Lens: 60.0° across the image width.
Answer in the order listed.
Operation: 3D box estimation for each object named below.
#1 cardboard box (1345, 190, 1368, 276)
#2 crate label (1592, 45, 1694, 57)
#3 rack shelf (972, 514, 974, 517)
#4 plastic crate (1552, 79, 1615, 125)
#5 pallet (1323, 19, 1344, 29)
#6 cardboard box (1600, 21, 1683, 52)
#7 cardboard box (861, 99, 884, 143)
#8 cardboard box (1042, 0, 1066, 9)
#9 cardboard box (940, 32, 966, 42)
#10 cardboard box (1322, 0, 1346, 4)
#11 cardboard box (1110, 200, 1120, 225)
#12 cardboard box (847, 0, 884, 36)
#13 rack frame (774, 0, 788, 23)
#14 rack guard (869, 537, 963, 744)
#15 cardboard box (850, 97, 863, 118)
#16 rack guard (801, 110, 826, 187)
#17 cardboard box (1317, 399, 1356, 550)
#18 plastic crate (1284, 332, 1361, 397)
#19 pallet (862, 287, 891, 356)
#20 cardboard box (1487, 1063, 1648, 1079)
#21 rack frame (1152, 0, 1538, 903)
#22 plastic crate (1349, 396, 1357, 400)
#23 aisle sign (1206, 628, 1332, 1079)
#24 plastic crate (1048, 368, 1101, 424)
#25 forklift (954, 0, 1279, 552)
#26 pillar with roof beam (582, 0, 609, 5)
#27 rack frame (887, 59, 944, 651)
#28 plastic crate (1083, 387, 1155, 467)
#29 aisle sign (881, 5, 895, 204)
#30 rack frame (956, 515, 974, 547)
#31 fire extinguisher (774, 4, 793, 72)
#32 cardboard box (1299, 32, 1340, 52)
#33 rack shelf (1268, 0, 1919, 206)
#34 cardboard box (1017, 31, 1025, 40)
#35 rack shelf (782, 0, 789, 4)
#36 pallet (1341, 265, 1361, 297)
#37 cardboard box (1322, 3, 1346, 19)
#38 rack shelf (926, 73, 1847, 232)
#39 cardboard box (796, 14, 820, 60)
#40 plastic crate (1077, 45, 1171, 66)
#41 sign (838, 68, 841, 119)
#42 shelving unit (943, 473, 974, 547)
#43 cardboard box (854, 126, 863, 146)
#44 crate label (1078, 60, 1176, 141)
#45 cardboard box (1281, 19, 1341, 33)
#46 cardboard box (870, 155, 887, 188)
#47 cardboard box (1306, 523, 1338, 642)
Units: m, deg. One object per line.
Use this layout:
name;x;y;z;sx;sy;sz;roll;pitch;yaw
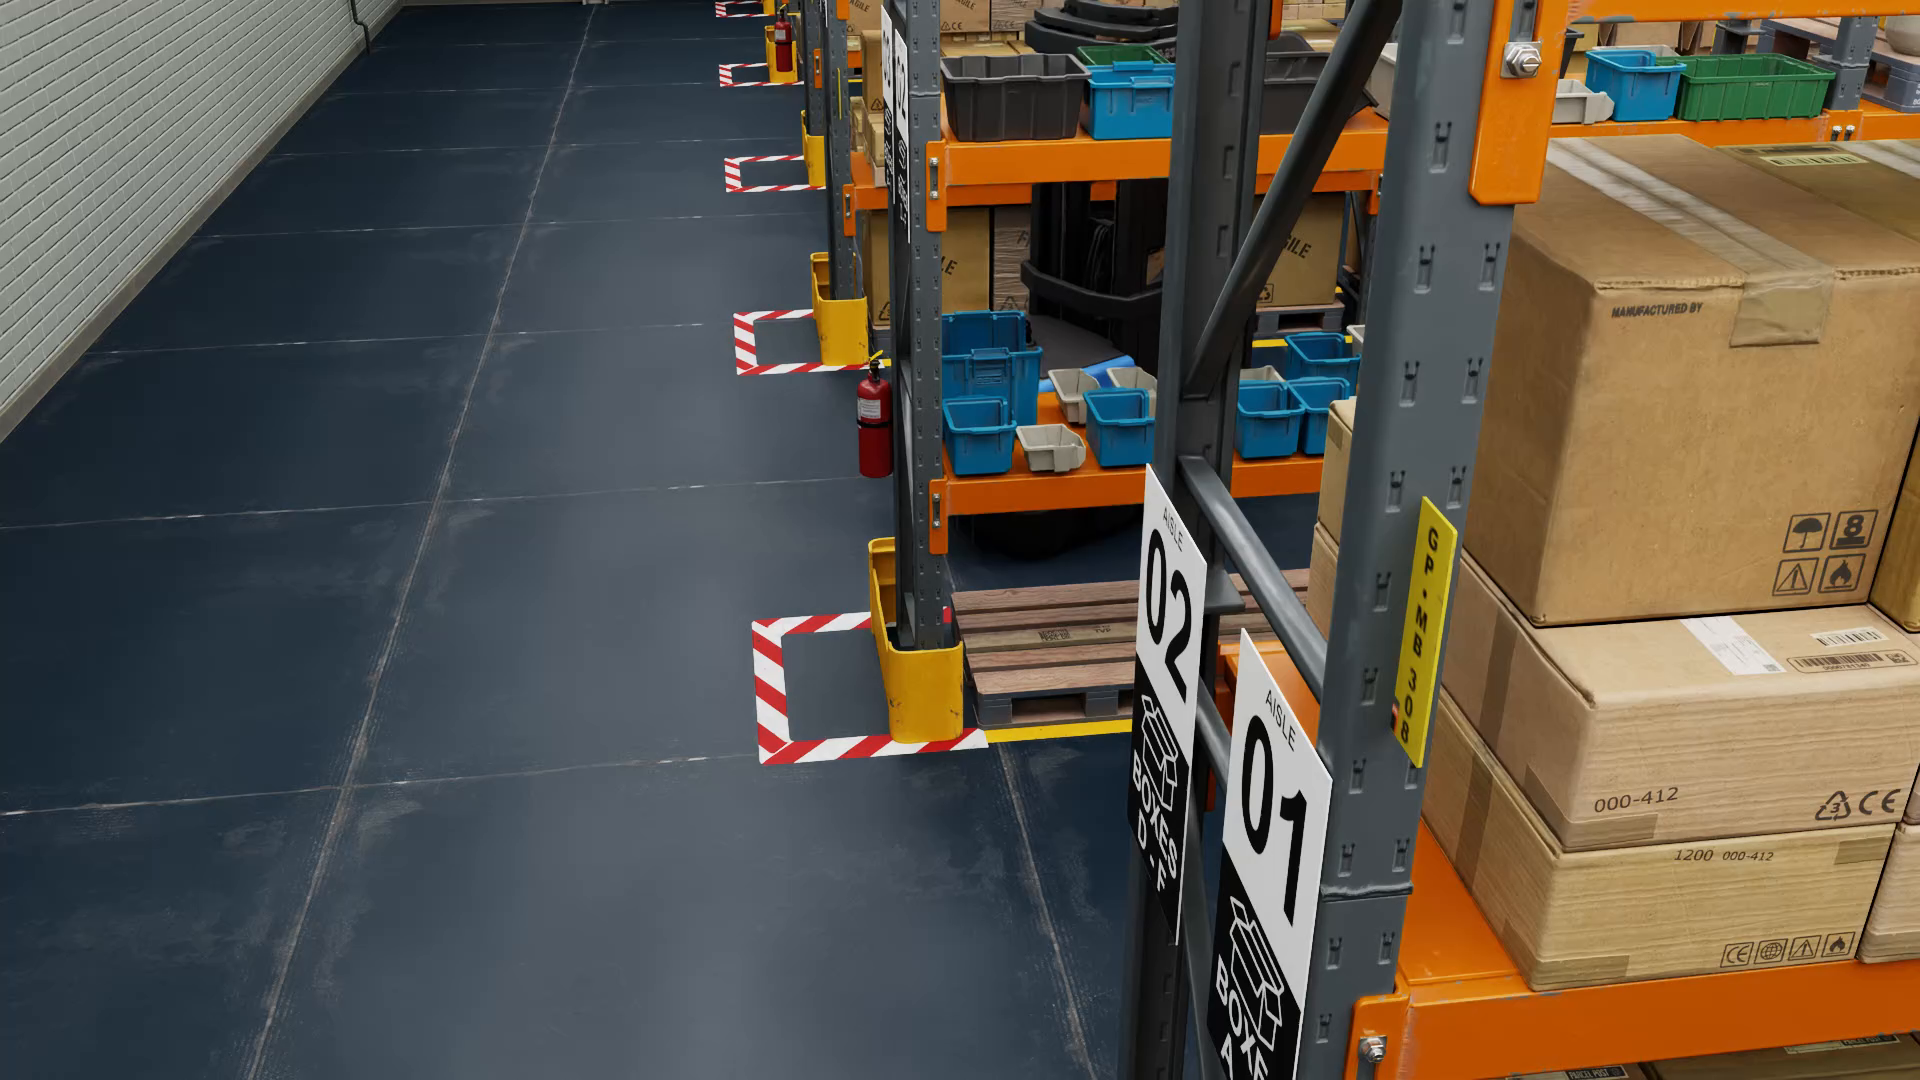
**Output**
cardboard box;3.694;-2.433;13.073;0.875;0.875;1.225;-4;27;-7
crate label;3.228;-2.219;7.793;0.466;0.136;0.293;-4;27;-7
rack shelf;-0.062;-0.200;9.622;0.200;0.077;0.258;-12;29;-22
plastic crate;2.547;-1.867;7.106;0.466;0.136;0.293;-4;27;-7
pallet;3.249;-5.288;16.980;1.213;0.211;1.003;-4;27;-7
cardboard box;4.989;-3.762;12.588;0.637;0.503;0.797;-3;27;-5
cardboard box;-0.455;-3.104;12.352;0.500;0.250;0.500;-4;27;-8
cardboard box;1.026;-5.345;16.446;0.500;0.500;0.500;-4;27;-7
cardboard box;-0.093;-5.009;16.502;0.250;0.149;0.380;-4;27;-8
cardboard box;3.696;-5.466;16.606;0.250;0.149;0.380;-5;28;-9
cardboard box;1.507;-2.320;12.854;0.875;0.875;0.875;-4;27;-7
cardboard box;-1.006;-5.216;16.195;0.500;0.500;0.500;-2;27;-5
rack frame;-2.278;-7.367;20.822;0.127;3.000;1.000;-4;27;-7
rack guard;-0.230;0.471;8.284;0.348;0.500;1.175;-4;27;-7
cardboard box;-1.000;-4.467;17.182;0.250;0.149;0.380;-3;27;-7
rack guard;-1.413;-4.029;17.054;0.348;0.500;1.175;-4;27;-7
cardboard box;0.952;-0.047;2.887;0.500;0.250;0.500;-4;27;-7
plastic crate;1.790;-0.847;8.233;0.300;0.233;0.416;-4;27;-7
pallet;-0.117;-1.733;12.896;1.213;0.211;1.003;-4;27;-7
cardboard box;0.955;1.193;2.935;0.500;0.500;0.500;-3;27;-6
rack frame;0.479;-1.078;1.994;0.127;3.000;1.000;-4;27;-7
plastic crate;2.071;-0.565;7.789;0.466;0.136;0.293;-4;27;-7
aisle sign;0.452;0.572;2.502;0.004;0.787;0.394;-4;27;-7
plastic crate;0.575;-0.691;8.035;0.243;0.136;0.396;-4;27;-7
forklift;1.220;-1.769;9.987;3.031;2.935;1.130;-20;33;-34
pillar with roof beam;-5.169;-10.570;20.493;0.400;9.000;9.100;-4;27;-7
rack frame;-0.208;-0.648;7.728;0.127;3.000;1.000;-4;27;-7
plastic crate;0.735;-0.509;7.574;0.300;0.233;0.416;-4;27;-7
aisle sign;-0.320;-1.933;7.383;0.004;0.787;0.394;-4;27;-7
rack frame;0.030;-0.410;9.563;0.006;0.900;0.240;-12;29;-22
fire extinguisher;-1.802;-5.128;16.952;0.183;0.674;0.296;-4;27;-7
cardboard box;2.645;-3.391;12.090;0.500;0.500;0.500;-3;27;-6
rack shelf;2.459;-0.884;2.406;4.000;0.370;1.077;-4;27;-7
cardboard box;0.684;-5.023;16.528;0.250;0.149;0.380;-3;27;-6
rack shelf;-0.298;-7.174;21.235;4.000;0.370;1.077;-4;27;-7
pallet;3.817;-1.984;13.386;1.213;0.211;1.003;-4;27;-7
cardboard box;3.697;-5.332;16.672;0.250;0.149;0.380;-3;27;-7
rack shelf;1.773;-1.790;7.455;4.000;0.370;1.077;-4;27;-7
cardboard box;-1.639;-6.501;21.481;0.875;0.438;0.875;-5;28;-9
plastic crate;0.729;-2.080;7.465;0.336;0.188;0.450;-4;27;-7
sign;-0.826;-3.056;11.386;0.005;0.325;0.100;-4;27;-7
shelving unit;-0.062;-0.390;9.525;0.210;0.900;0.258;-12;29;-22
cardboard box;-0.934;-4.104;16.800;0.250;0.149;0.380;-3;27;-5
crate label;0.751;-1.829;6.907;0.502;0.251;0.408;-4;27;-7
cardboard box;2.553;-3.626;12.548;0.500;0.500;0.500;-4;27;-7
cardboard box;-0.500;-2.649;11.902;0.250;0.149;0.380;-3;27;-7
cardboard box;0.951;0.172;3.009;0.500;0.250;0.500;-4;27;-7
